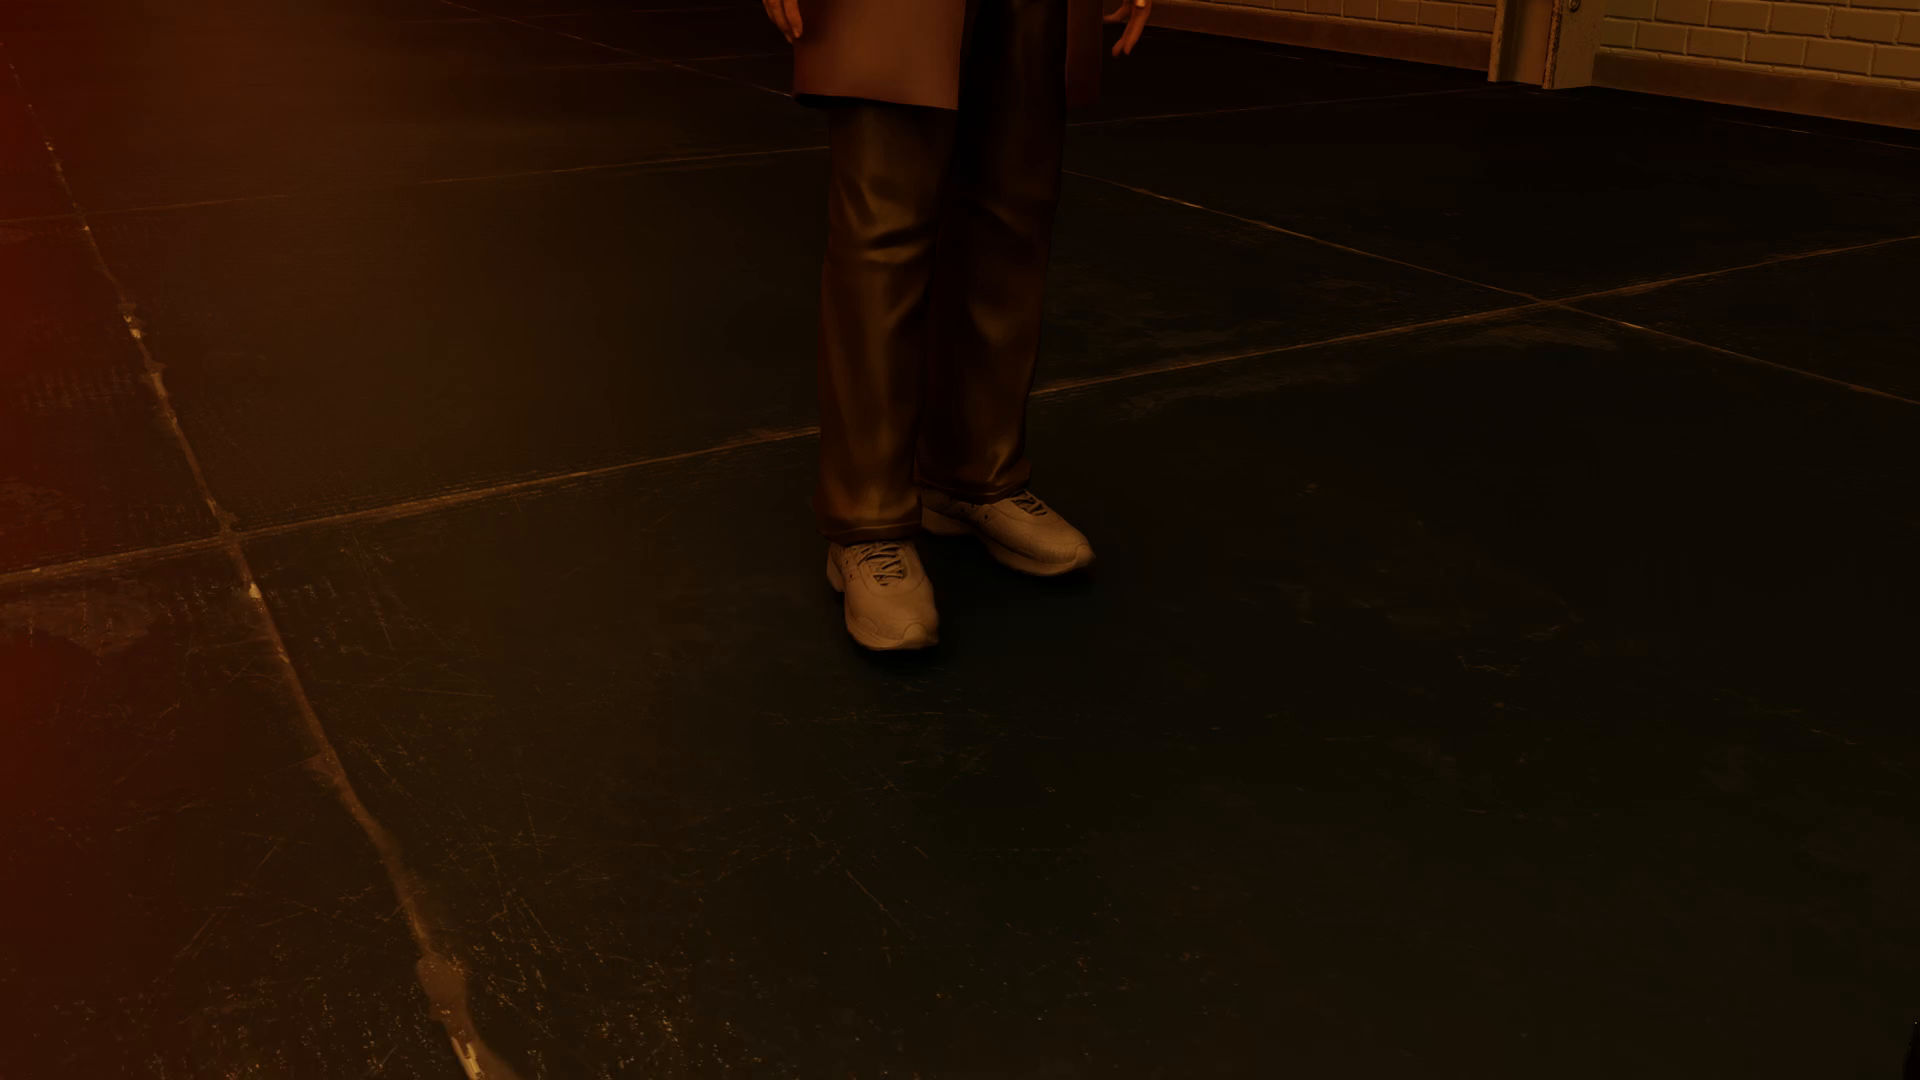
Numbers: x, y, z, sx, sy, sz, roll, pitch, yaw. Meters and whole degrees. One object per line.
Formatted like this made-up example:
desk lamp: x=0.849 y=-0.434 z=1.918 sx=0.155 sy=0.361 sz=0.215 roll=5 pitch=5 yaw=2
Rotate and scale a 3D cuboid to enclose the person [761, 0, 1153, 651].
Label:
person: x=0.041 y=-0.798 z=2.219 sx=0.694 sy=1.776 sz=0.582 roll=-12 pitch=25 yaw=-28
